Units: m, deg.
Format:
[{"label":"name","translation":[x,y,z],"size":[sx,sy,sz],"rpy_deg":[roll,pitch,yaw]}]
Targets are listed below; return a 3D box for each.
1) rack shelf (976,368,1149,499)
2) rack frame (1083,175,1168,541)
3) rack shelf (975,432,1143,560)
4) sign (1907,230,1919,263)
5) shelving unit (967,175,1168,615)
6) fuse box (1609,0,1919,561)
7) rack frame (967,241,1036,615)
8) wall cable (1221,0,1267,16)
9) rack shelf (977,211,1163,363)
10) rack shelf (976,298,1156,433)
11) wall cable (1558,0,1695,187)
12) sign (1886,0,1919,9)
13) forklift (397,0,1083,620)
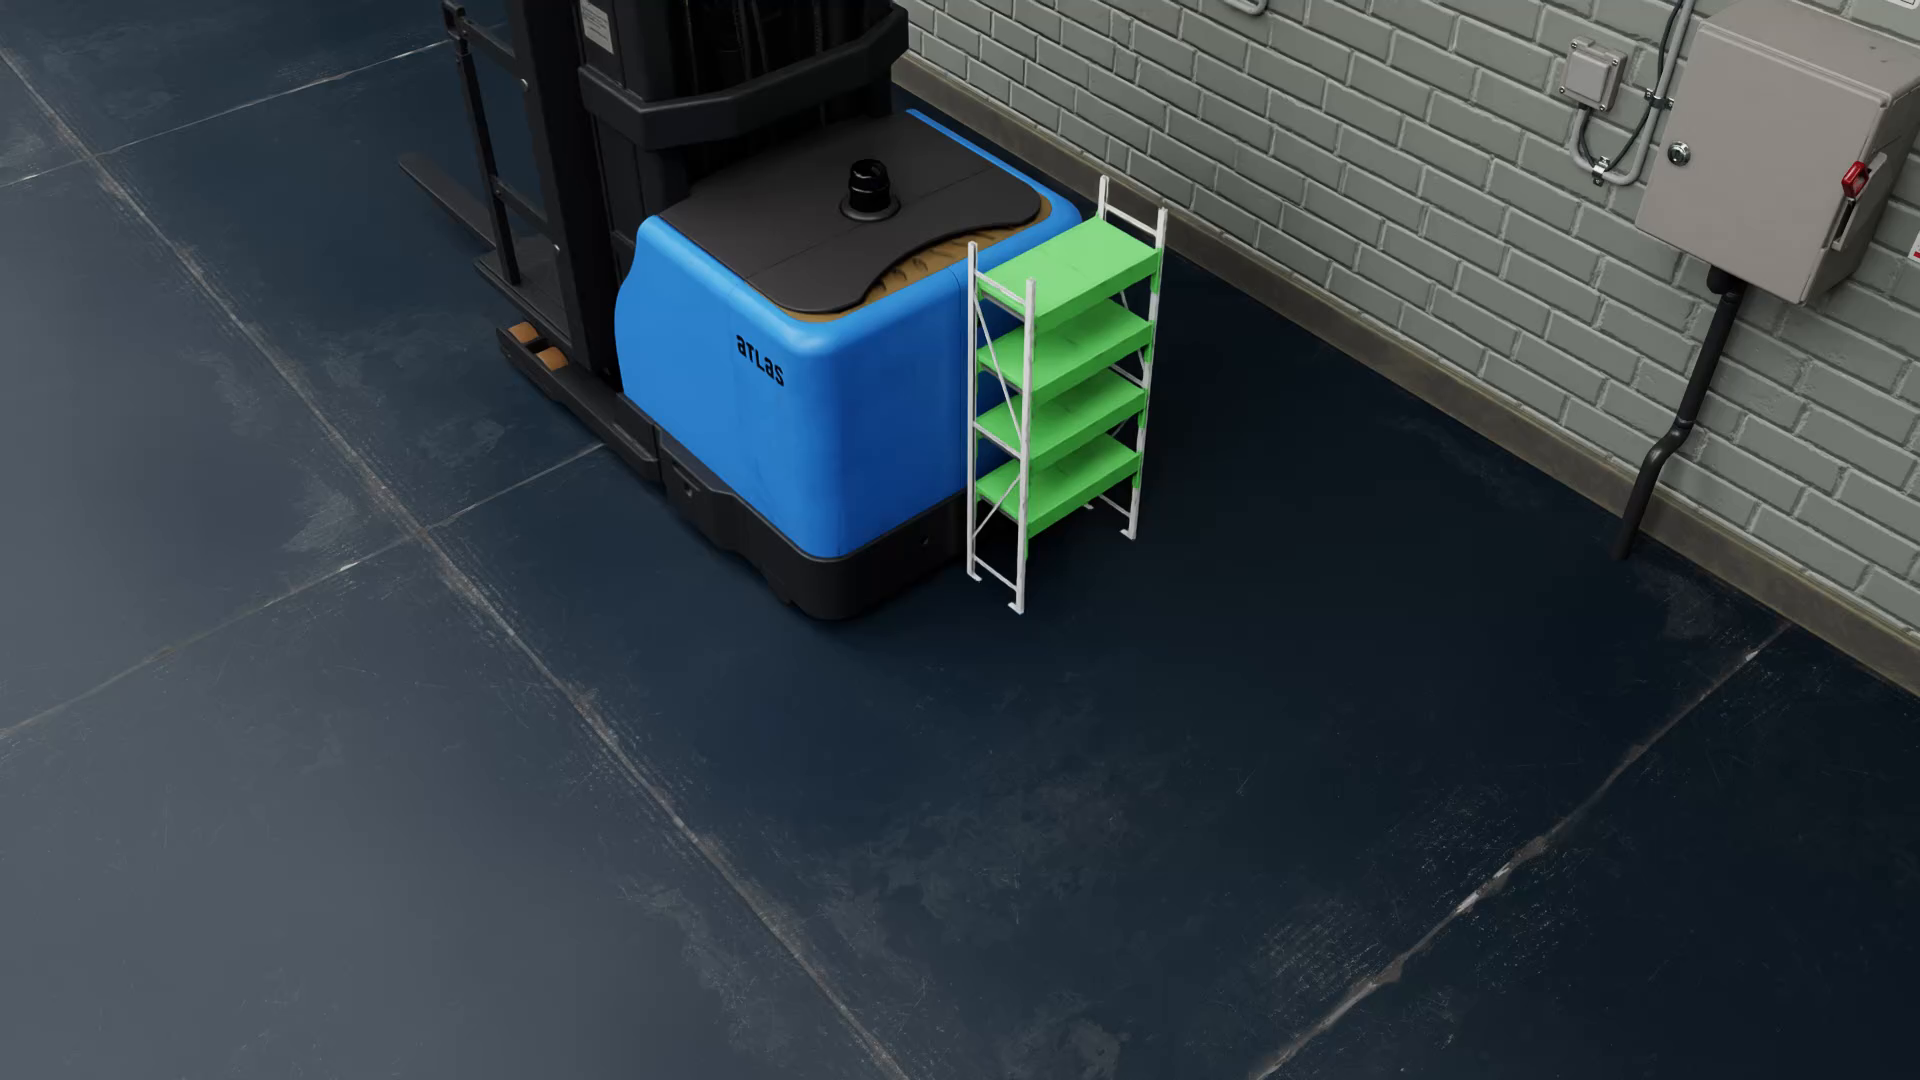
[{"label":"rack shelf","translation":[0.288,-0.341,4.830],"size":[0.480,0.148,0.258],"rpy_deg":[-32,52,-29]},{"label":"rack frame","translation":[0.470,-0.499,4.905],"size":[0.015,1.200,0.240],"rpy_deg":[-32,52,-29]},{"label":"rack shelf","translation":[0.288,-0.166,4.994],"size":[0.480,0.148,0.258],"rpy_deg":[-32,52,-29]},{"label":"sign","translation":[2.532,-0.818,3.999],"size":[0.001,0.494,0.329],"rpy_deg":[-30,51,-28]},{"label":"shelving unit","translation":[0.288,-0.388,4.786],"size":[0.503,1.200,0.258],"rpy_deg":[-32,52,-29]},{"label":"fuse box","translation":[2.056,-0.551,4.587],"size":[0.414,1.711,0.539],"rpy_deg":[-30,51,-28]},{"label":"rack frame","translation":[0.107,-0.276,4.667],"size":[0.015,1.200,0.240],"rpy_deg":[-32,52,-29]},{"label":"wall cable","translation":[0.820,-2.570,5.030],"size":[0.123,1.953,0.585],"rpy_deg":[-30,51,-28]},{"label":"rack shelf","translation":[0.288,-0.691,4.502],"size":[0.480,0.148,0.258],"rpy_deg":[-32,52,-29]},{"label":"rack shelf","translation":[0.288,-0.516,4.666],"size":[0.480,0.148,0.258],"rpy_deg":[-32,52,-29]},{"label":"wall cable","translation":[1.739,-1.819,4.253],"size":[0.122,1.984,0.588],"rpy_deg":[-30,51,-28]},{"label":"sign","translation":[2.179,-1.442,3.991],"size":[0.001,0.242,0.339],"rpy_deg":[-30,51,-28]},{"label":"forklift","translation":[-0.975,-1.770,4.994],"size":[1.130,2.935,3.031],"rpy_deg":[-30,51,-28]}]
